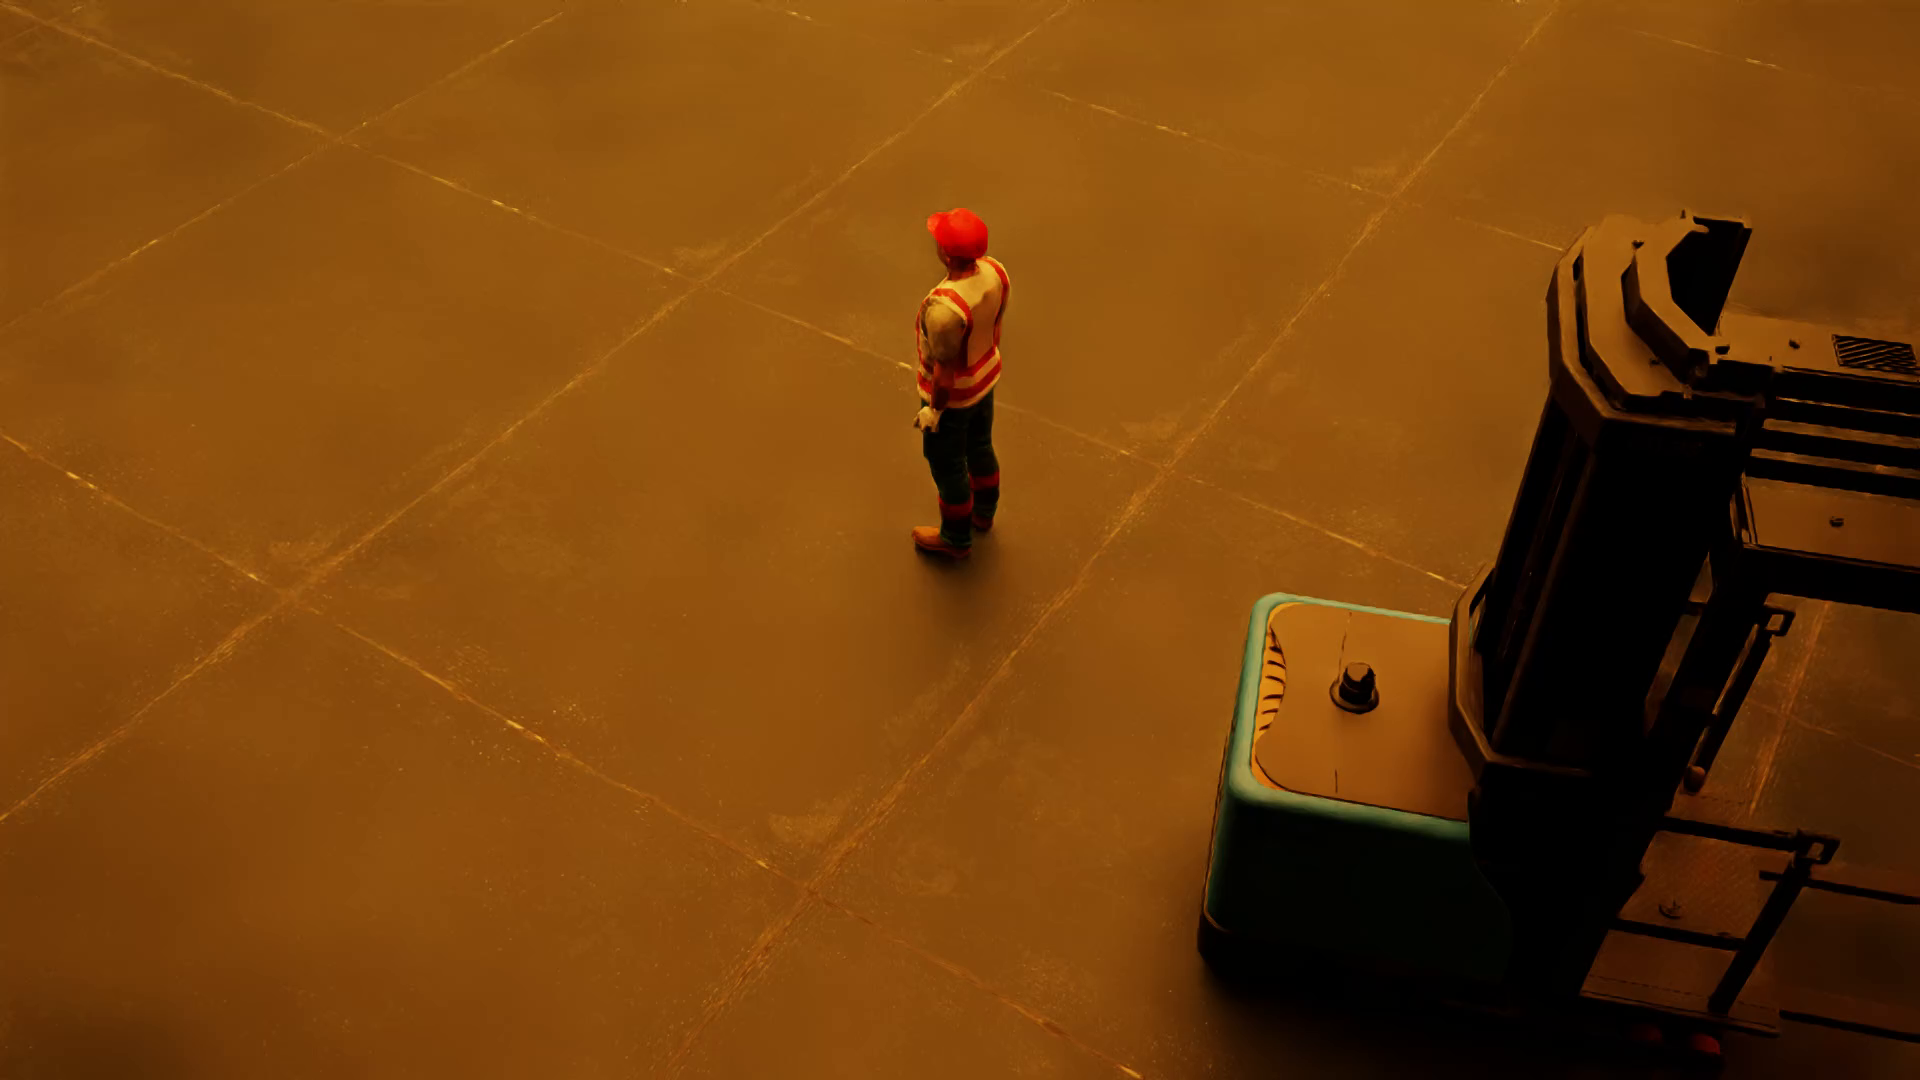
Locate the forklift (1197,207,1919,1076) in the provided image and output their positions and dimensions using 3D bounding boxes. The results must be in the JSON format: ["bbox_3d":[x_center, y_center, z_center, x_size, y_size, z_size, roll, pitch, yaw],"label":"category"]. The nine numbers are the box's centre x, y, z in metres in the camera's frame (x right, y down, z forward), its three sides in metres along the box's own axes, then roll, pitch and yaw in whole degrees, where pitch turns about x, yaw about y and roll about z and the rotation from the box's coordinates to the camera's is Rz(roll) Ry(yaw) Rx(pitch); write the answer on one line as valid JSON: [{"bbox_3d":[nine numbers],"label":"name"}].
[{"bbox_3d":[2.465,0.448,5.377,3.031,2.935,1.130,9,44,9],"label":"forklift"}]

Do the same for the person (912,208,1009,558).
[{"bbox_3d":[-0.018,-0.686,7.343,0.349,1.795,0.540,24,48,23],"label":"person"}]
